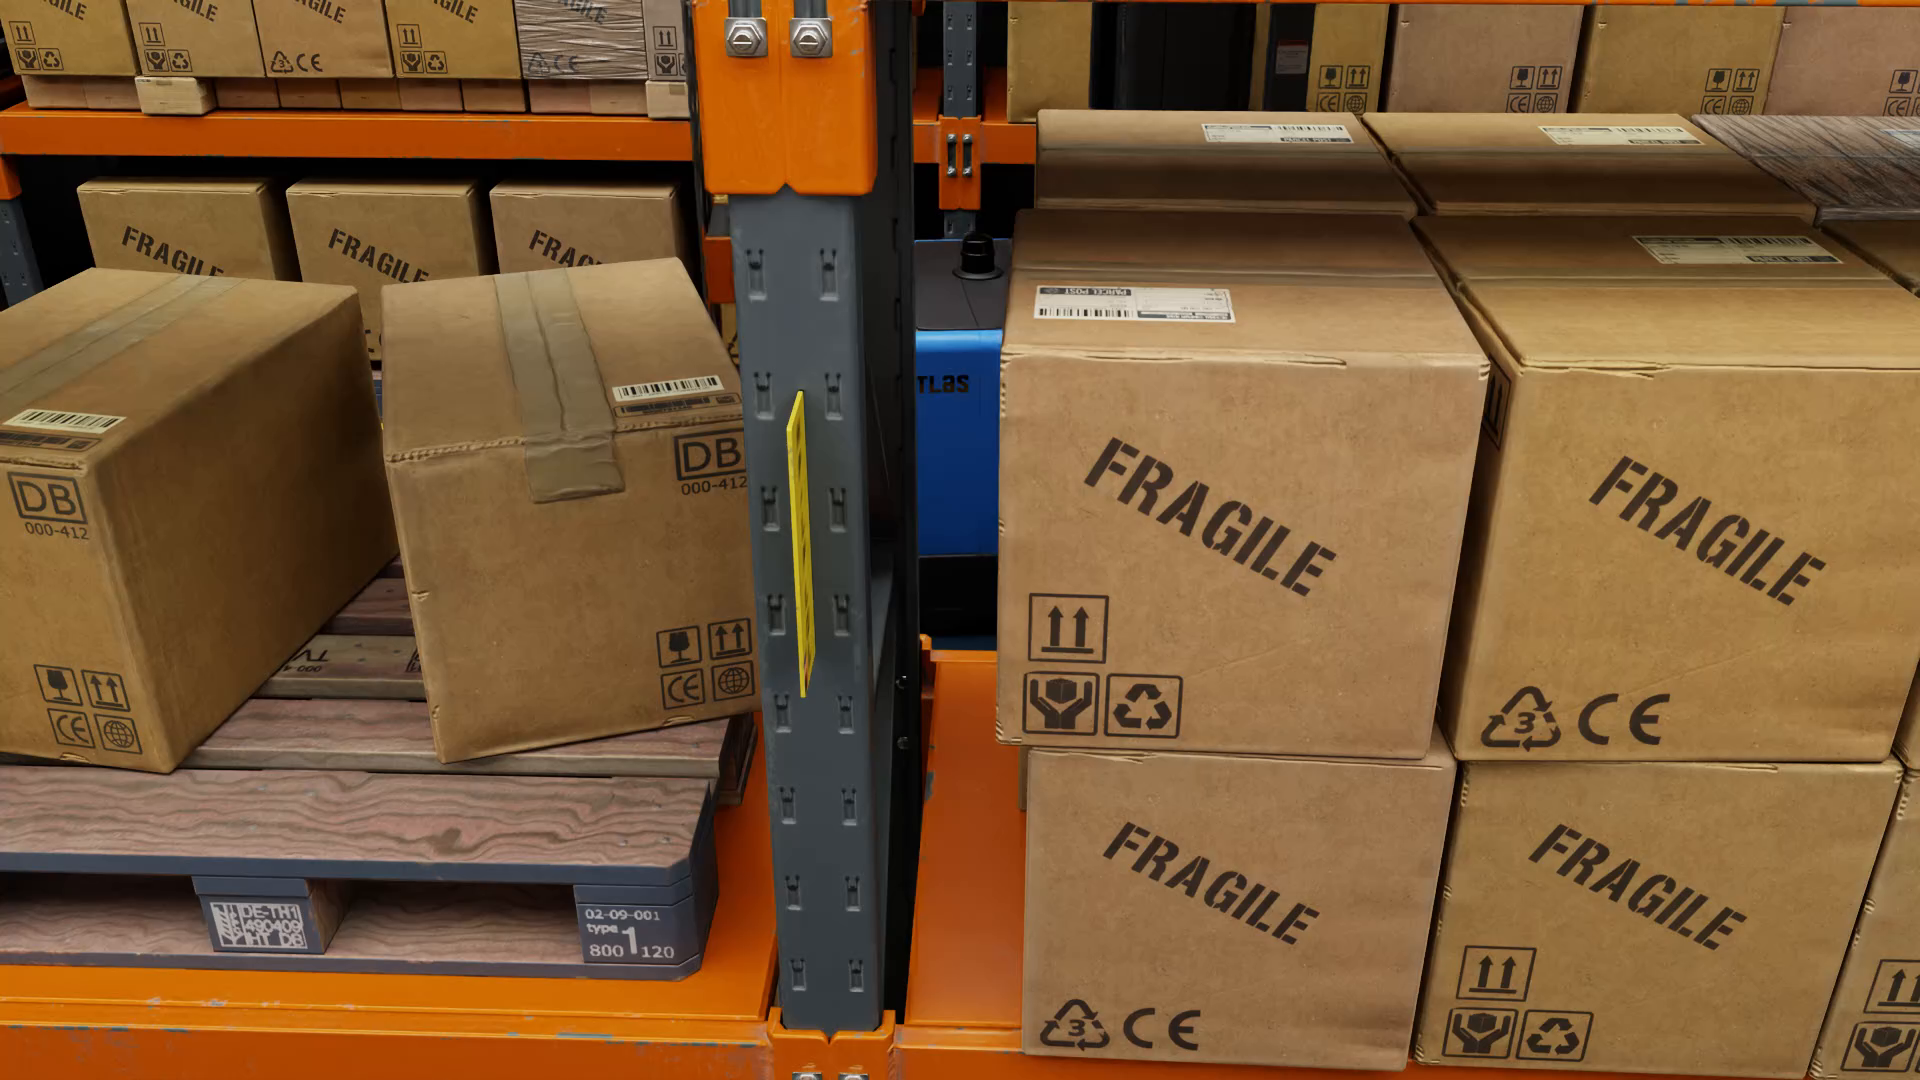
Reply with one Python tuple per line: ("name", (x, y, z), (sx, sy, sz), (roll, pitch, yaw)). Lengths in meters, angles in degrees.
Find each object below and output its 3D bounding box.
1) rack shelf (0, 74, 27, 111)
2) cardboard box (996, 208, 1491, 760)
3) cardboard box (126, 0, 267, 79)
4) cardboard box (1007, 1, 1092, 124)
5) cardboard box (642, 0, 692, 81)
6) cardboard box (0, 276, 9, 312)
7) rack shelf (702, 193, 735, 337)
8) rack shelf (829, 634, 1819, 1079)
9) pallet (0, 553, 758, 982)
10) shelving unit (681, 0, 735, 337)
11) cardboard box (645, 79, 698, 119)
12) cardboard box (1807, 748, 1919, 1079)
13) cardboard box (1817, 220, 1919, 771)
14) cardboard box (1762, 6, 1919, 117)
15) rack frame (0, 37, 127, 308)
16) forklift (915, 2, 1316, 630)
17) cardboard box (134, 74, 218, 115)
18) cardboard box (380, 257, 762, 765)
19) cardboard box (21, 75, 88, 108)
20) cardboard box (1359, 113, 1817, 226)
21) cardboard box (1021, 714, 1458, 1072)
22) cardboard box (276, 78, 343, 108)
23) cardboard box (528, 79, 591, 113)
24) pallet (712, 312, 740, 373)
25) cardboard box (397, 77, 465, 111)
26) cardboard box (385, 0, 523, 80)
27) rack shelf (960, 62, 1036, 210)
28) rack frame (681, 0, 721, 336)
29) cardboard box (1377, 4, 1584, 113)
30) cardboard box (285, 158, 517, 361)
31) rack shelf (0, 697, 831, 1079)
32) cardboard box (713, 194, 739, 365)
("rack shelf", (-5.980, -1.840, 7.287), (4.000, 0.370, 1.077), (1, 28, 2))
("cardboard box", (0.306, -0.087, 2.036), (0.500, 0.500, 0.500), (2, 28, 3))
("cardboard box", (-2.981, -2.169, 6.693), (0.500, 0.500, 0.500), (2, 28, 3))
("cardboard box", (0.558, -2.175, 6.830), (0.700, 0.700, 0.980), (1, 28, 3))
("cardboard box", (-0.964, -2.137, 6.633), (0.500, 0.500, 0.500), (1, 28, 2))
("cardboard box", (-4.702, -1.202, 7.515), (0.500, 0.500, 0.700), (1, 28, 3))
("rack shelf", (-0.611, -0.883, 5.702), (0.480, 0.518, 0.431), (-2, 28, -3))
("rack shelf", (1.844, 0.611, 2.663), (4.000, 0.370, 1.077), (1, 28, 2))
("pallet", (-0.949, 0.280, 2.723), (1.213, 0.211, 1.003), (1, 28, 2))
("shelving unit", (-0.611, -0.895, 5.696), (0.503, 2.100, 0.431), (-2, 28, -3))
("cardboard box", (-1.108, -1.825, 6.737), (0.250, 0.149, 0.380), (1, 28, 2))
("cardboard box", (1.357, 0.368, 2.247), (0.500, 0.500, 0.500), (1, 28, 2))
("cardboard box", (1.336, -0.070, 2.004), (0.500, 0.500, 0.500), (0, 28, 0))
("cardboard box", (3.504, -2.129, 6.743), (0.700, 0.700, 0.980), (2, 28, 4))
("rack frame", (-3.981, -2.125, 7.056), (0.127, 3.000, 1.000), (1, 28, 2))
("forklift", (1.174, -1.247, 5.473), (3.031, 2.935, 1.130), (-2, 28, -3))
("cardboard box", (-3.146, -1.857, 6.797), (0.250, 0.149, 0.380), (2, 28, 3))
("cardboard box", (-0.620, -0.082, 2.648), (0.500, 0.500, 0.700), (-8, 29, -15))
("cardboard box", (-3.660, -1.909, 6.895), (0.250, 0.149, 0.380), (1, 28, 1))
("cardboard box", (0.872, -0.332, 2.499), (0.500, 0.500, 0.500), (0, 28, 1))
("cardboard box", (0.345, 0.352, 2.277), (0.500, 0.500, 0.500), (2, 28, 3))
("cardboard box", (-2.631, -1.910, 6.897), (0.250, 0.149, 0.380), (2, 28, 3))
("cardboard box", (-1.599, -1.871, 6.824), (0.250, 0.149, 0.380), (0, 28, 0))
("pallet", (-0.757, -0.804, 7.542), (1.213, 0.211, 1.003), (1, 28, 2))
("cardboard box", (-2.127, -1.889, 6.857), (0.250, 0.149, 0.380), (1, 28, 2))
("cardboard box", (-1.965, -2.155, 6.667), (0.500, 0.500, 0.500), (2, 28, 3))
("rack shelf", (2.015, -1.708, 7.037), (4.000, 0.370, 1.077), (1, 28, 2))
("rack frame", (-0.855, -0.888, 5.683), (0.015, 2.100, 0.400), (-2, 28, -3))
("cardboard box", (2.015, -2.153, 6.788), (0.700, 0.700, 0.980), (0, 28, -1))
("cardboard box", (-2.375, -1.270, 7.289), (0.750, 0.750, 0.750), (1, 28, 2))
("rack shelf", (-2.153, 0.545, 2.788), (4.000, 0.370, 1.077), (1, 28, 2))
("cardboard box", (-0.638, -1.245, 7.242), (0.750, 0.750, 0.750), (1, 28, 2))
